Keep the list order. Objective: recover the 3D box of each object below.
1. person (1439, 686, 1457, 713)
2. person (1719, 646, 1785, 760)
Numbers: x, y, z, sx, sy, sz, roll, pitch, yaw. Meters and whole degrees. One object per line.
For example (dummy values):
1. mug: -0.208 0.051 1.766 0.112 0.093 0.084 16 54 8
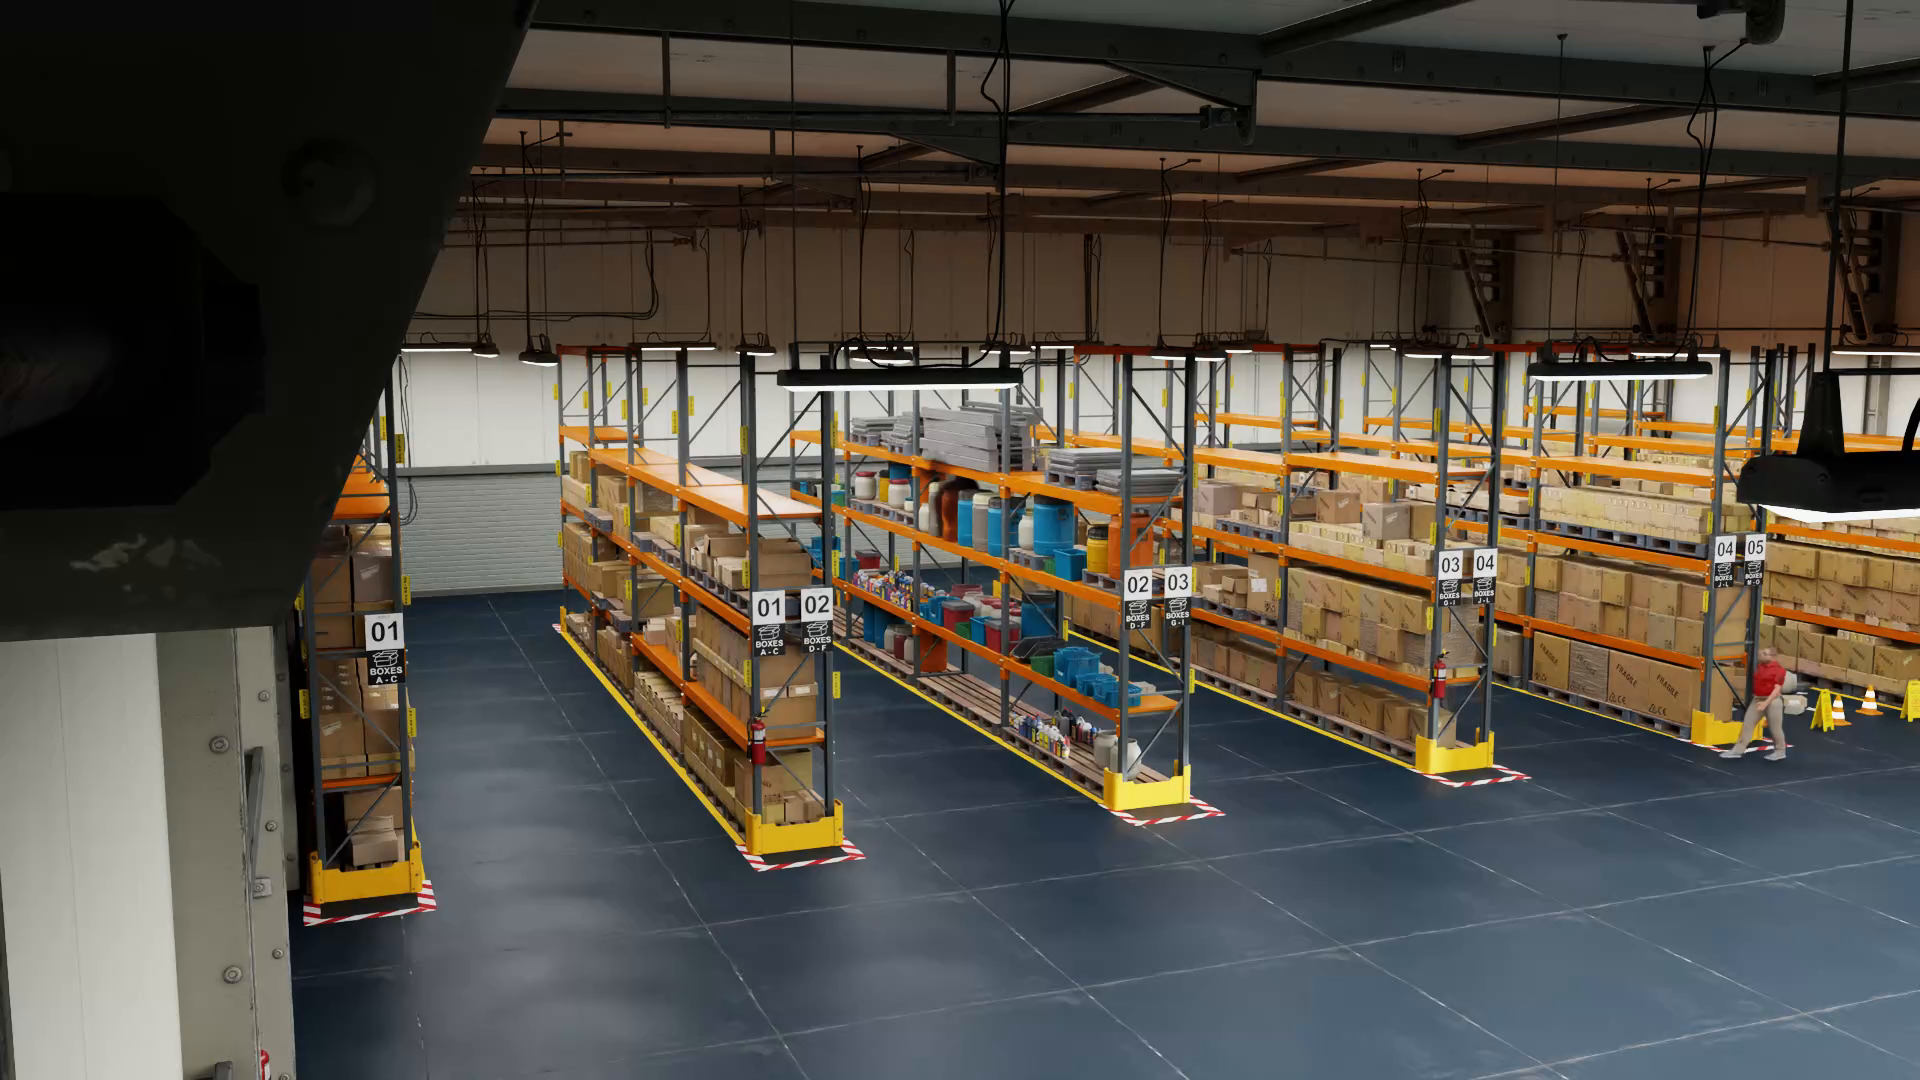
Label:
1. person: 7.781 2.146 26.648 0.415 1.634 0.548 -2 8 -17
2. person: 11.687 2.396 24.300 0.931 1.691 0.580 -3 8 -25
